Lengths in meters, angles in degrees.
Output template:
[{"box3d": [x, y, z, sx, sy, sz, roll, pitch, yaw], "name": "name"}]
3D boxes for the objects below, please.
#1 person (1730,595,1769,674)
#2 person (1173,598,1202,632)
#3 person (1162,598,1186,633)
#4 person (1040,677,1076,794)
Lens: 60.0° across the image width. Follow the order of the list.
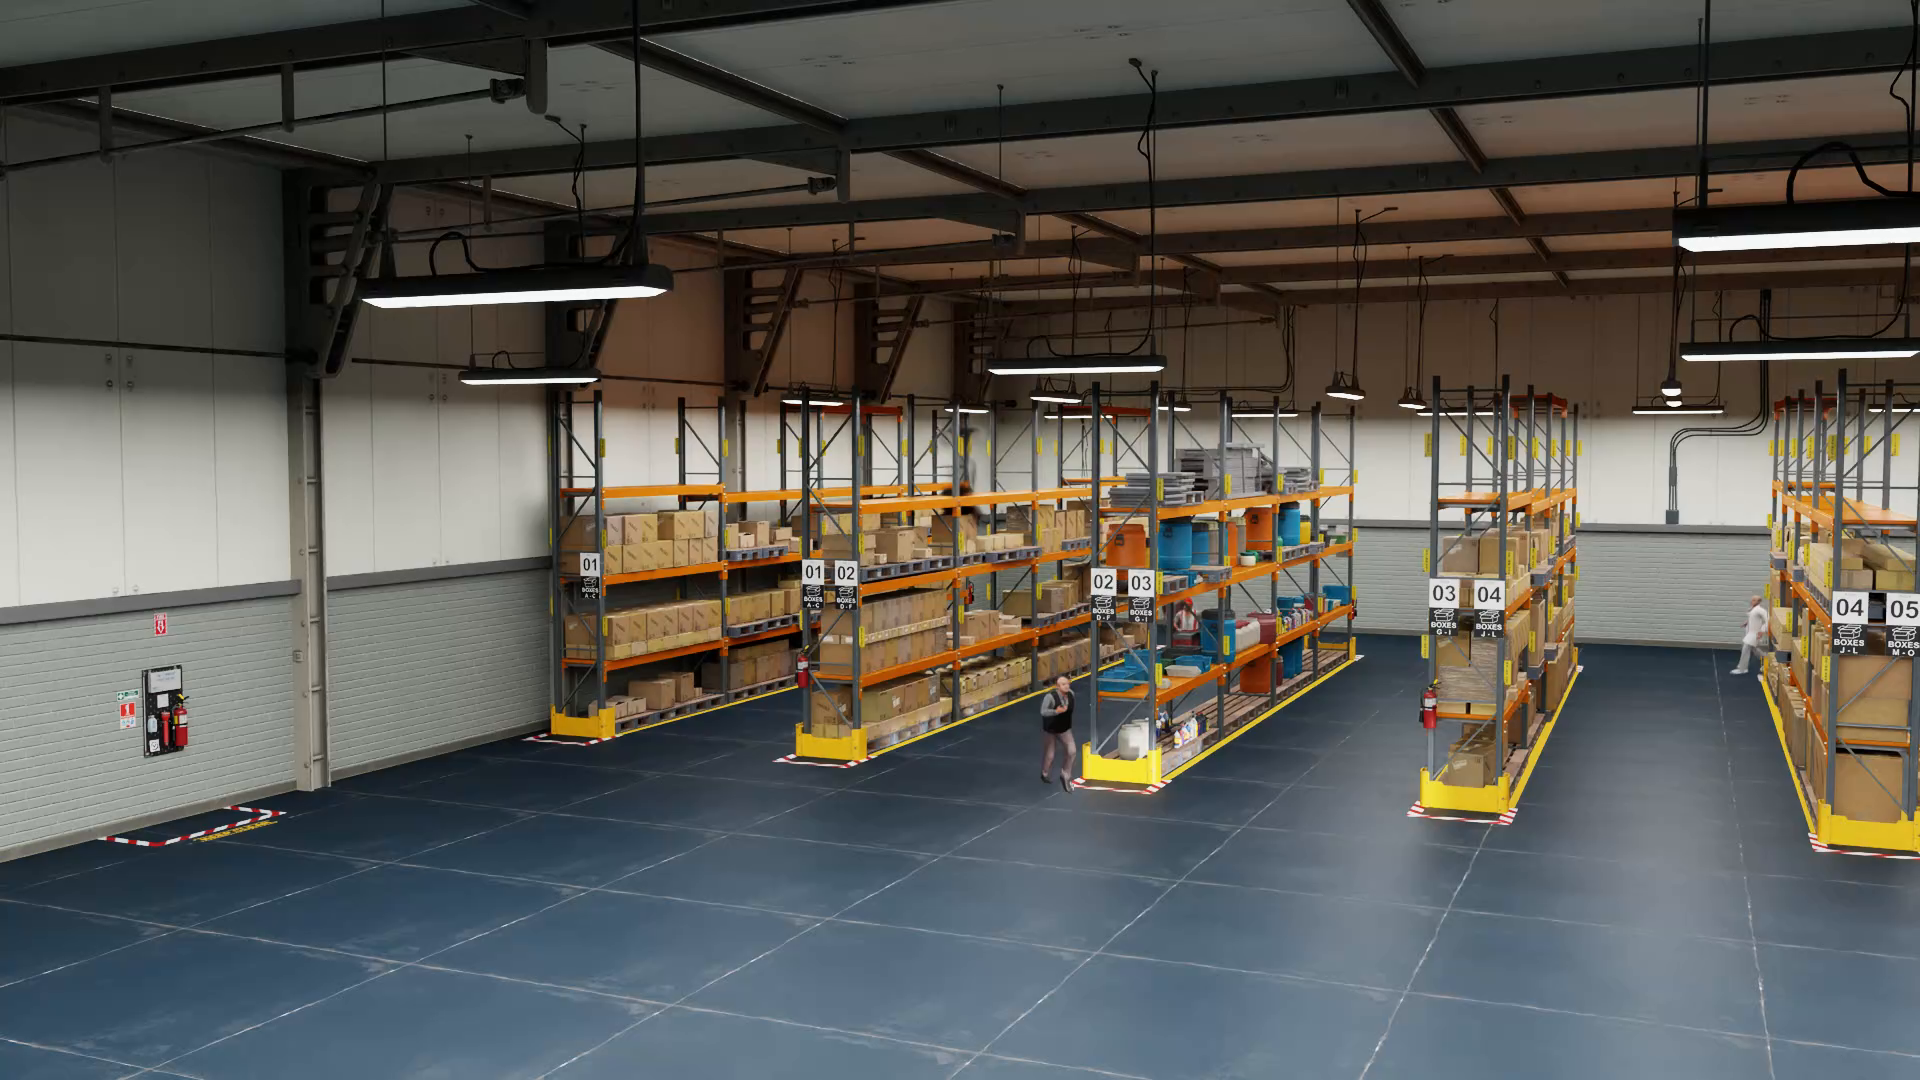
[{"box3d": [17.594, 2.142, 36.730, 0.968, 1.674, 0.766, 0, 3, 4], "name": "person"}, {"box3d": [4.918, 2.130, 35.773, 0.686, 1.782, 1.053, 1, 3, 20], "name": "person"}, {"box3d": [5.091, 1.965, 39.371, 0.711, 1.765, 0.880, 1, 3, 23], "name": "person"}, {"box3d": [1.416, 2.819, 24.285, 0.649, 1.706, 0.931, -1, 3, -19], "name": "person"}]
